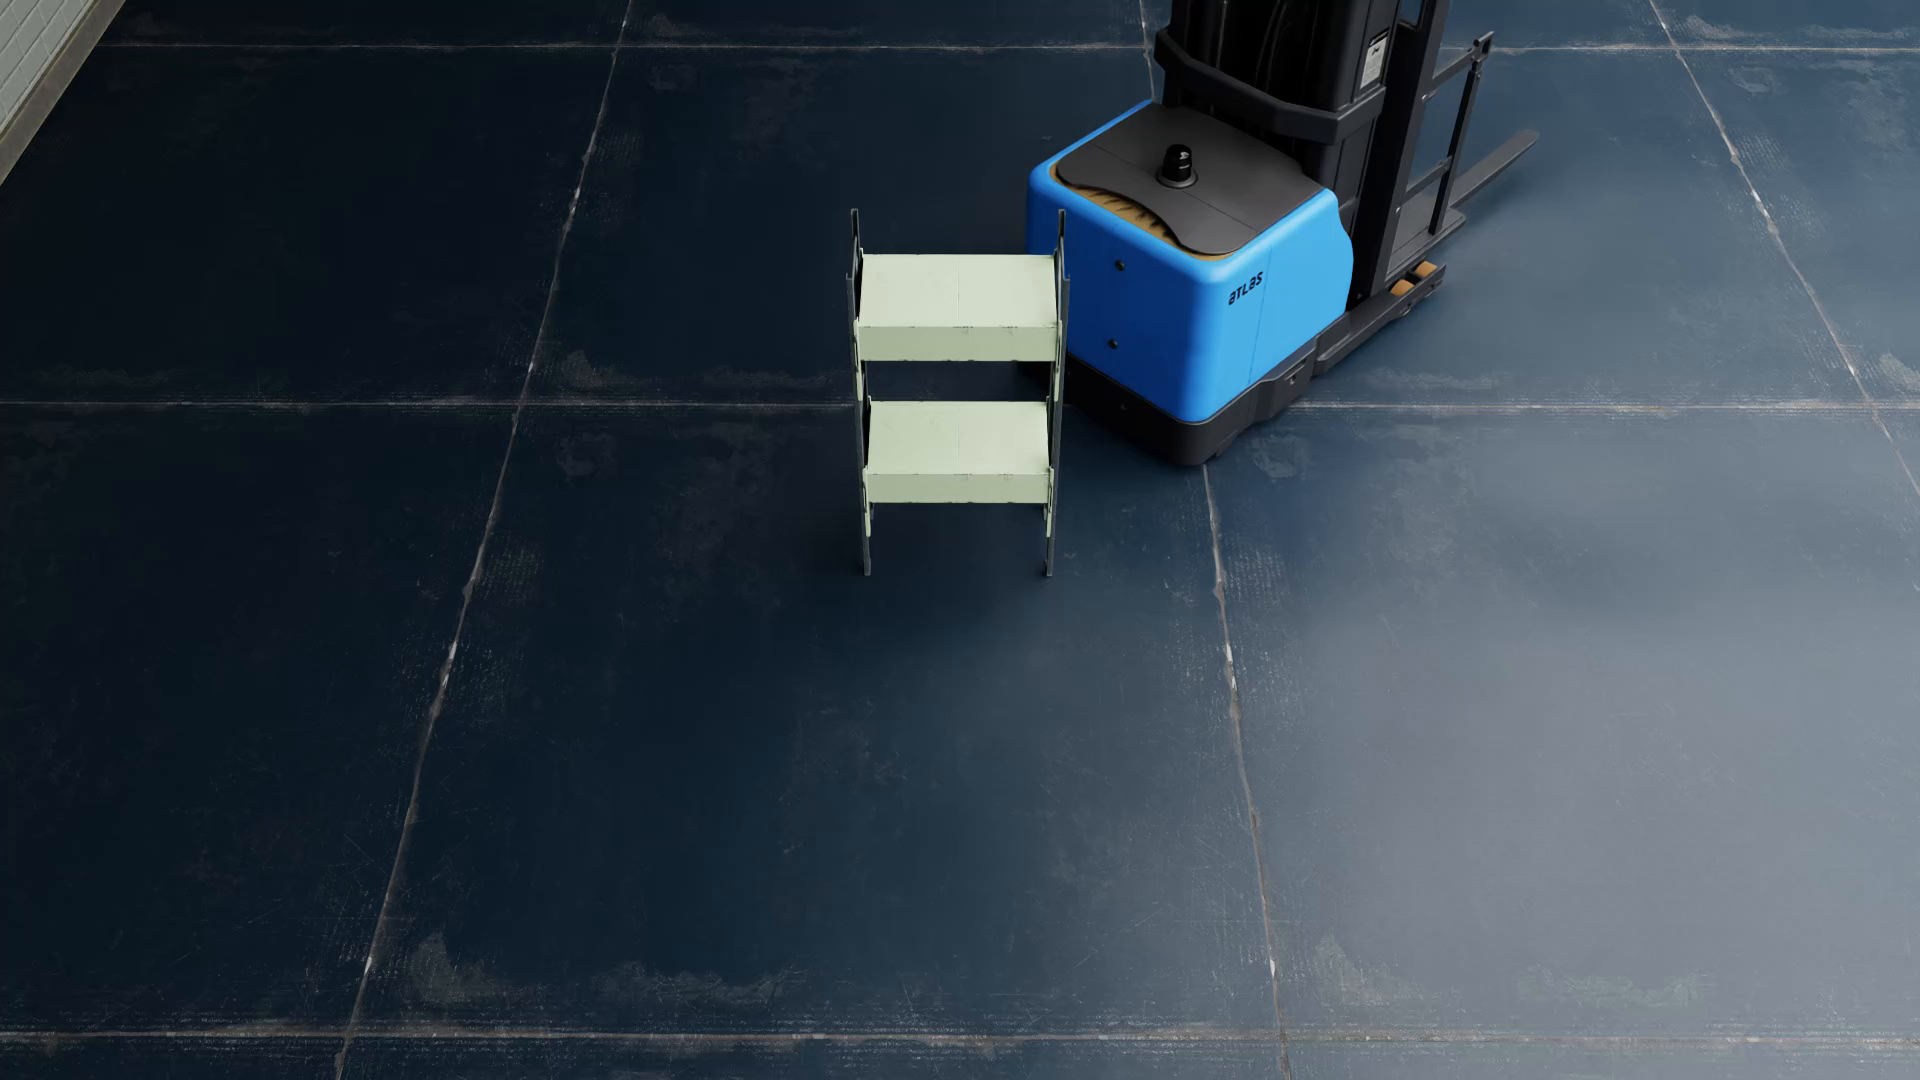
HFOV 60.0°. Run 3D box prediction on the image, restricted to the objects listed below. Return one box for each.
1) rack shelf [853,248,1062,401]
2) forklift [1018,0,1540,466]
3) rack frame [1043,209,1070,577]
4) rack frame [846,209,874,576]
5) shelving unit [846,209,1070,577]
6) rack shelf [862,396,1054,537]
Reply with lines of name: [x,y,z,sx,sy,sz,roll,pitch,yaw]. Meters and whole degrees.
rack shelf: [-0.007,-0.777,5.996,0.720,0.370,0.431,0,47,0]
forklift: [1.649,-2.289,6.959,1.130,2.935,3.031,36,56,28]
rack frame: [0.359,-0.510,6.281,0.023,1.500,0.400,0,47,0]
rack frame: [-0.373,-0.512,6.283,0.023,1.500,0.400,0,47,0]
shelving unit: [-0.007,-0.511,6.282,0.755,1.500,0.431,0,47,0]
rack shelf: [-0.007,-0.289,6.520,0.720,0.370,0.431,0,47,0]
